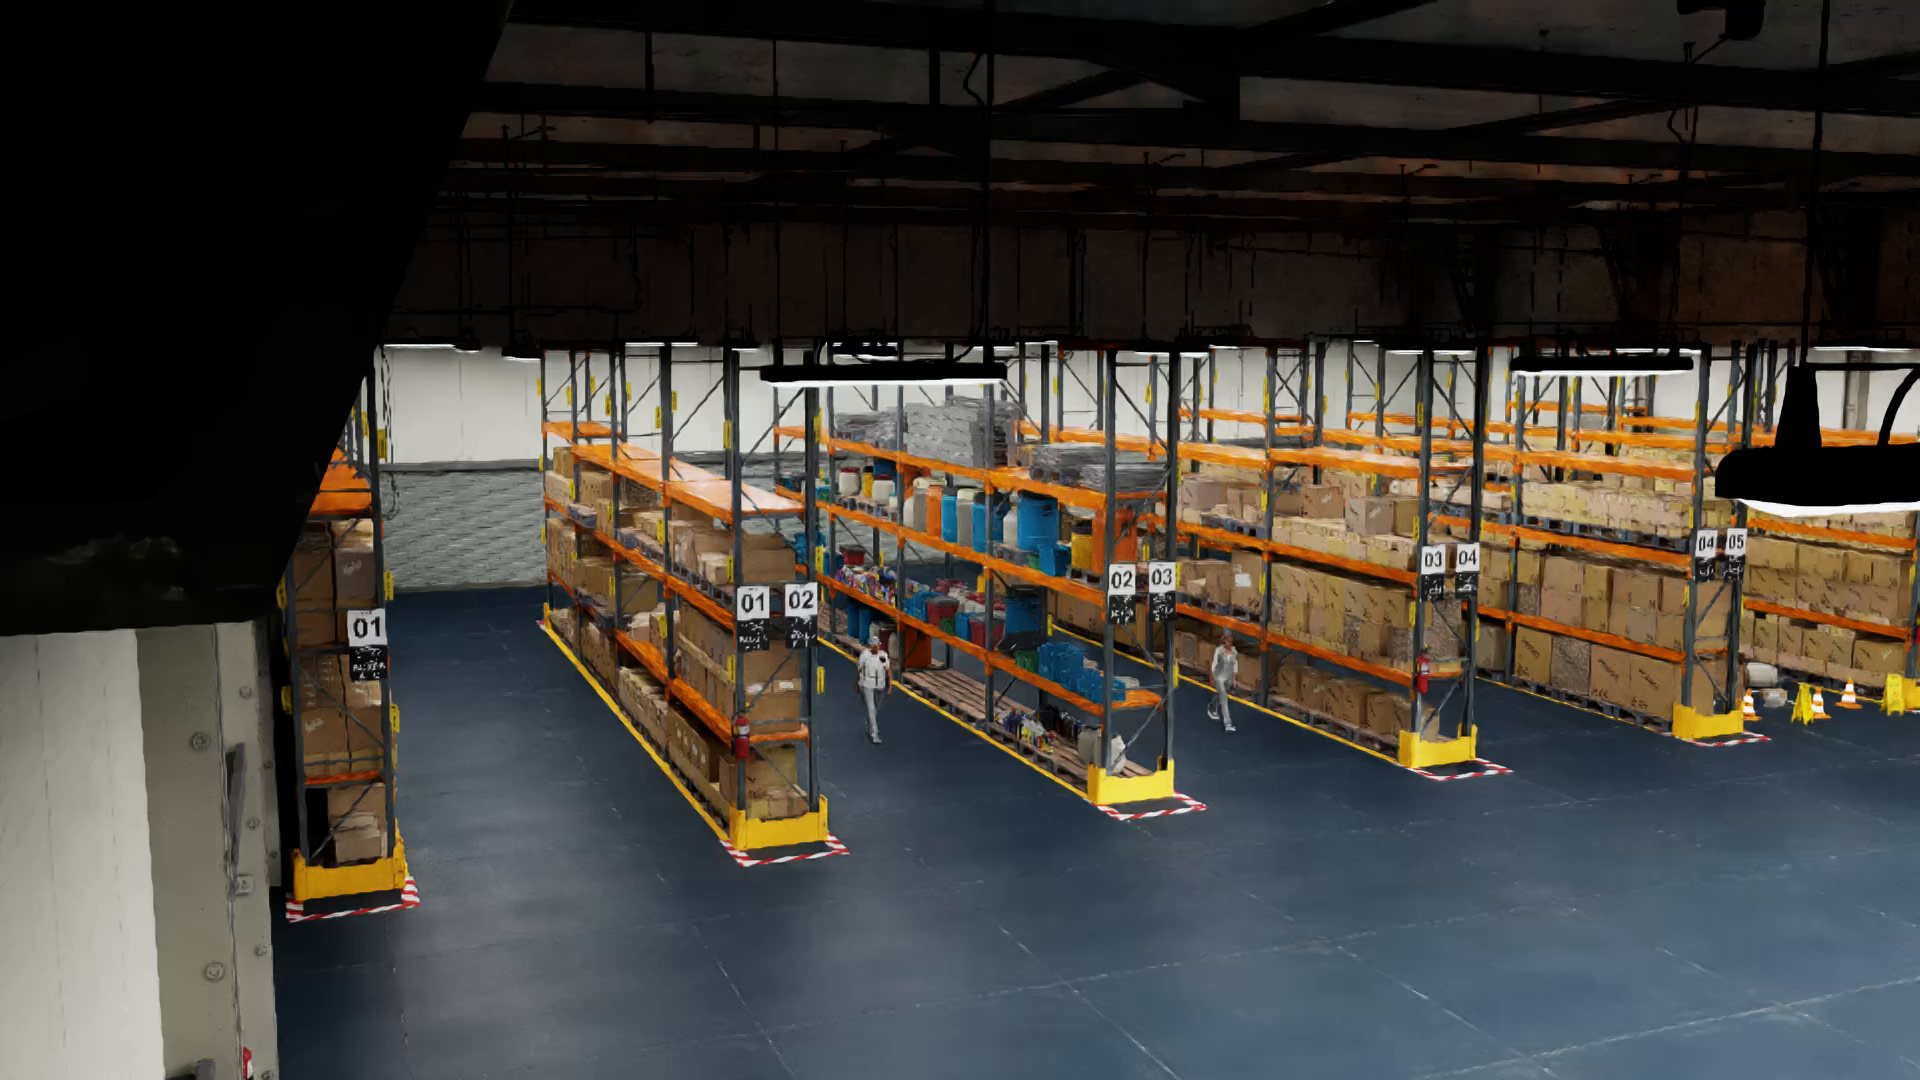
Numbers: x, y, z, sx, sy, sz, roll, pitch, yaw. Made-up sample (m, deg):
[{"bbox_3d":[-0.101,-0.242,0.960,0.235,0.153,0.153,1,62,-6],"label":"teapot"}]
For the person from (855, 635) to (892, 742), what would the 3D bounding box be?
[{"bbox_3d":[-1.303,2.232,25.430,0.493,1.605,1.000,-3,8,-23],"label":"person"}]

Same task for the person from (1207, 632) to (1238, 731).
[{"bbox_3d":[4.156,2.230,26.159,0.416,1.417,1.034,-3,8,-23],"label":"person"}]
